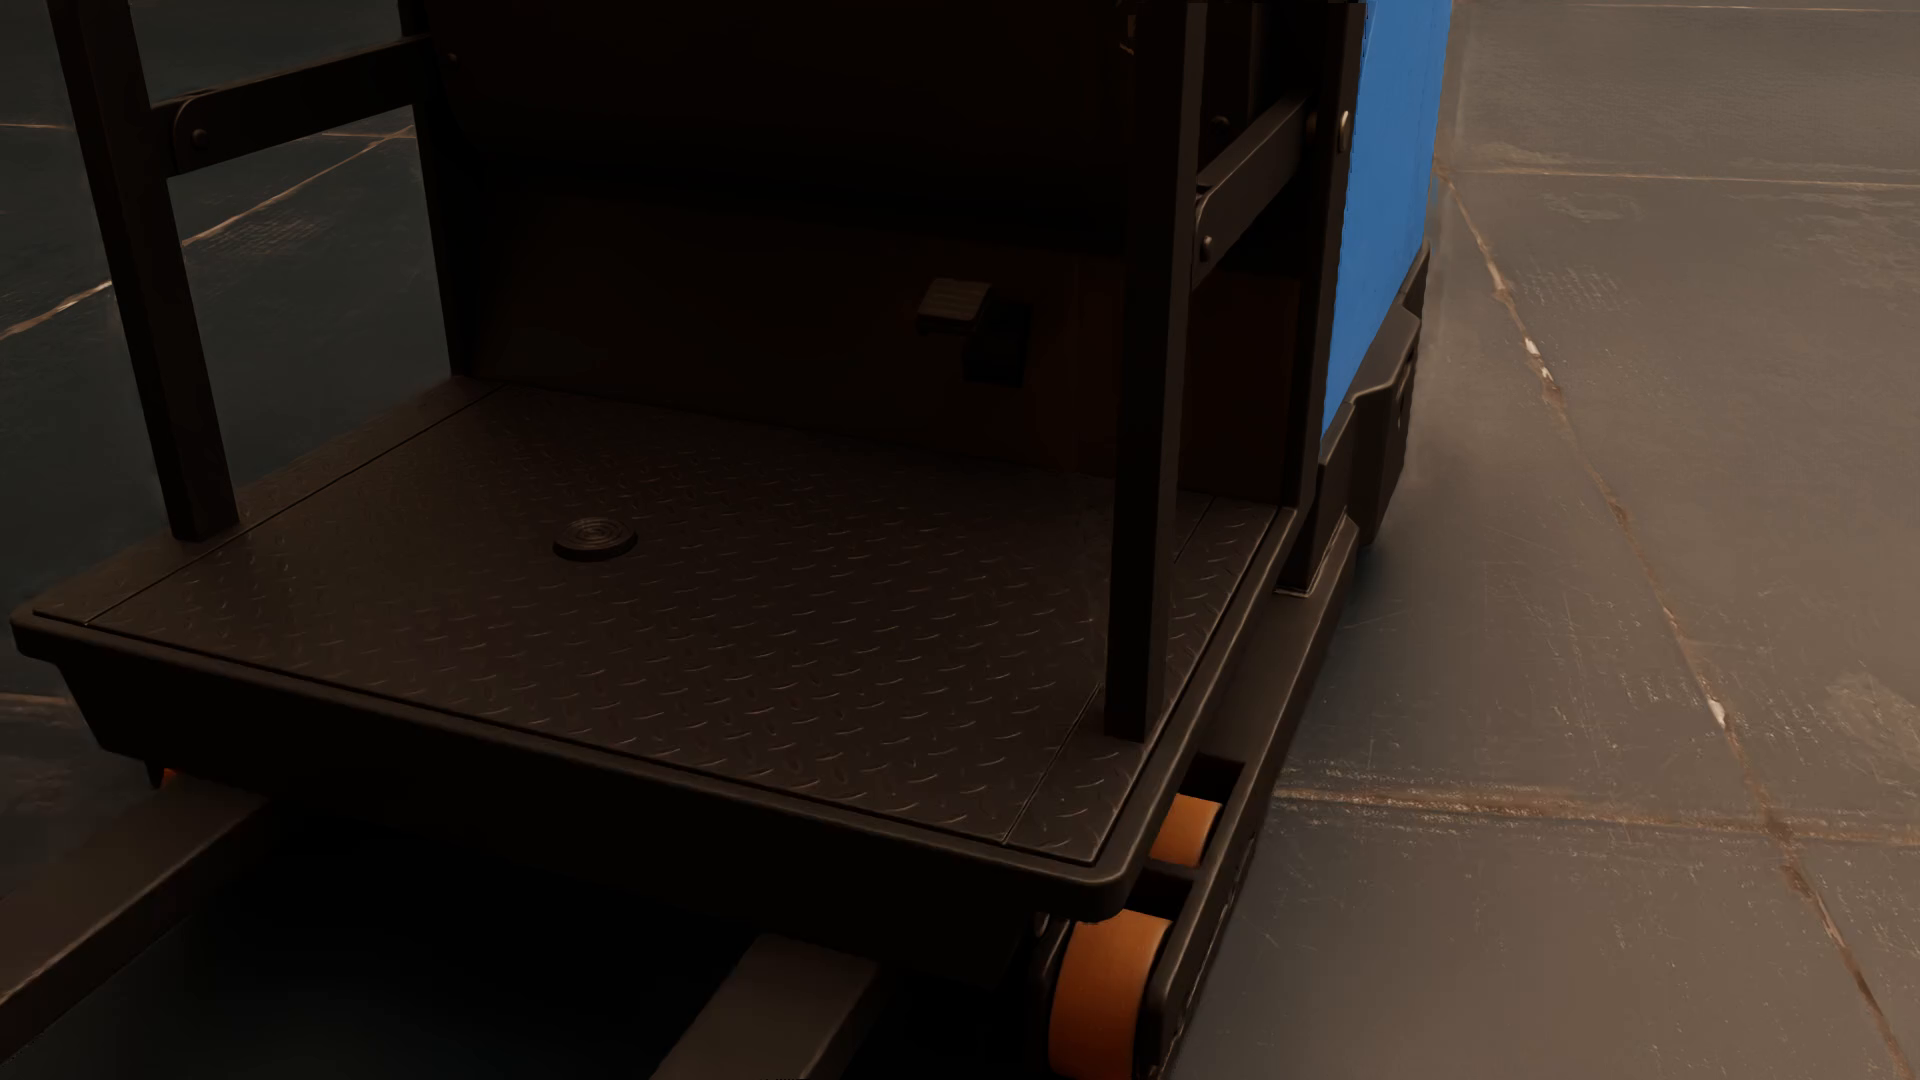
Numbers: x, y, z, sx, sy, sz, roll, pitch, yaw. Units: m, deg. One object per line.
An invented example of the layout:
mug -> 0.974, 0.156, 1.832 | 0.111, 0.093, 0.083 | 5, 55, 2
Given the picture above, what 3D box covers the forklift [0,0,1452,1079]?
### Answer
forklift -> -0.219, -1.027, 1.275 | 1.130, 2.935, 3.031 | 10, 28, 19
